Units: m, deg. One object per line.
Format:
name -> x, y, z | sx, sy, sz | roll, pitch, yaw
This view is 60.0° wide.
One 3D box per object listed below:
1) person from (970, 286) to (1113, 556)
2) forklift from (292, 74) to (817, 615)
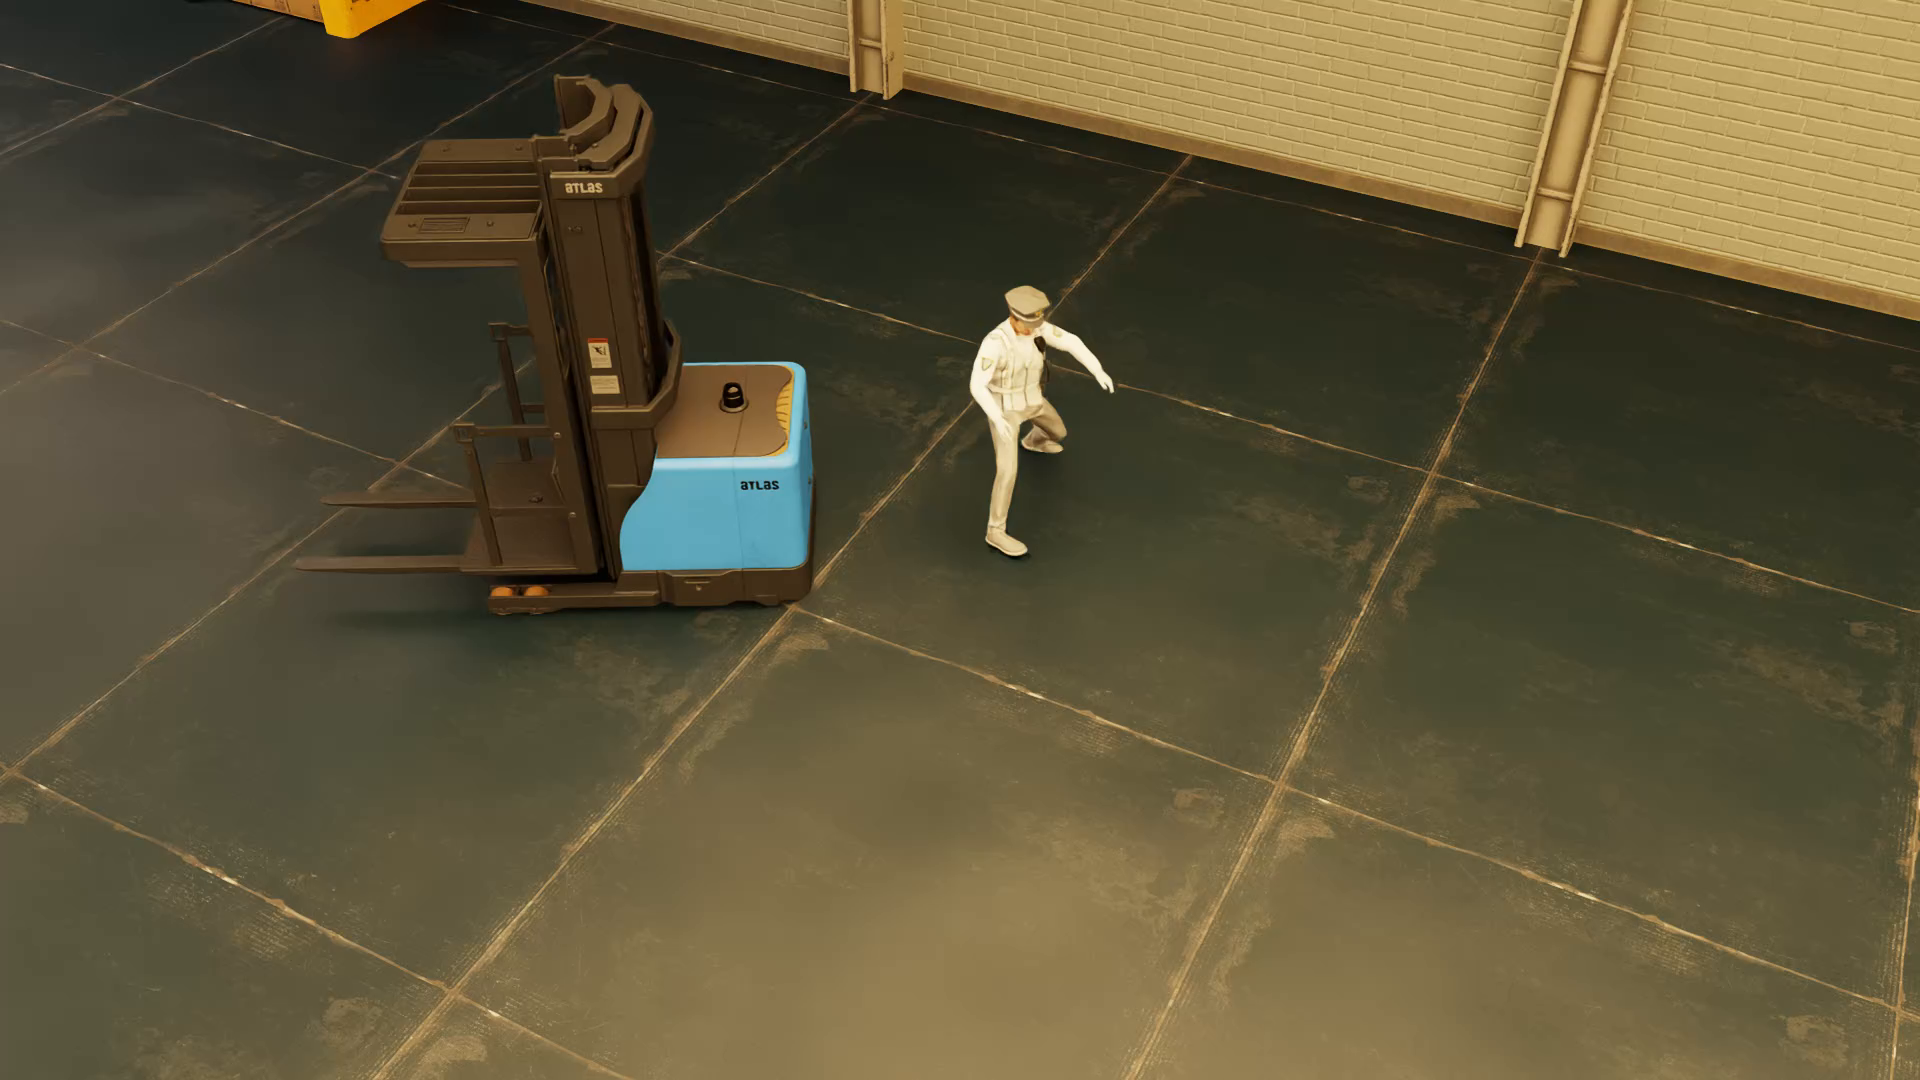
person -> 0.442, -0.821, 10.115 | 0.998, 1.518, 0.930 | -24, 46, -26
forklift -> -2.402, -1.029, 9.208 | 3.031, 2.935, 1.130 | -1, 40, -1
